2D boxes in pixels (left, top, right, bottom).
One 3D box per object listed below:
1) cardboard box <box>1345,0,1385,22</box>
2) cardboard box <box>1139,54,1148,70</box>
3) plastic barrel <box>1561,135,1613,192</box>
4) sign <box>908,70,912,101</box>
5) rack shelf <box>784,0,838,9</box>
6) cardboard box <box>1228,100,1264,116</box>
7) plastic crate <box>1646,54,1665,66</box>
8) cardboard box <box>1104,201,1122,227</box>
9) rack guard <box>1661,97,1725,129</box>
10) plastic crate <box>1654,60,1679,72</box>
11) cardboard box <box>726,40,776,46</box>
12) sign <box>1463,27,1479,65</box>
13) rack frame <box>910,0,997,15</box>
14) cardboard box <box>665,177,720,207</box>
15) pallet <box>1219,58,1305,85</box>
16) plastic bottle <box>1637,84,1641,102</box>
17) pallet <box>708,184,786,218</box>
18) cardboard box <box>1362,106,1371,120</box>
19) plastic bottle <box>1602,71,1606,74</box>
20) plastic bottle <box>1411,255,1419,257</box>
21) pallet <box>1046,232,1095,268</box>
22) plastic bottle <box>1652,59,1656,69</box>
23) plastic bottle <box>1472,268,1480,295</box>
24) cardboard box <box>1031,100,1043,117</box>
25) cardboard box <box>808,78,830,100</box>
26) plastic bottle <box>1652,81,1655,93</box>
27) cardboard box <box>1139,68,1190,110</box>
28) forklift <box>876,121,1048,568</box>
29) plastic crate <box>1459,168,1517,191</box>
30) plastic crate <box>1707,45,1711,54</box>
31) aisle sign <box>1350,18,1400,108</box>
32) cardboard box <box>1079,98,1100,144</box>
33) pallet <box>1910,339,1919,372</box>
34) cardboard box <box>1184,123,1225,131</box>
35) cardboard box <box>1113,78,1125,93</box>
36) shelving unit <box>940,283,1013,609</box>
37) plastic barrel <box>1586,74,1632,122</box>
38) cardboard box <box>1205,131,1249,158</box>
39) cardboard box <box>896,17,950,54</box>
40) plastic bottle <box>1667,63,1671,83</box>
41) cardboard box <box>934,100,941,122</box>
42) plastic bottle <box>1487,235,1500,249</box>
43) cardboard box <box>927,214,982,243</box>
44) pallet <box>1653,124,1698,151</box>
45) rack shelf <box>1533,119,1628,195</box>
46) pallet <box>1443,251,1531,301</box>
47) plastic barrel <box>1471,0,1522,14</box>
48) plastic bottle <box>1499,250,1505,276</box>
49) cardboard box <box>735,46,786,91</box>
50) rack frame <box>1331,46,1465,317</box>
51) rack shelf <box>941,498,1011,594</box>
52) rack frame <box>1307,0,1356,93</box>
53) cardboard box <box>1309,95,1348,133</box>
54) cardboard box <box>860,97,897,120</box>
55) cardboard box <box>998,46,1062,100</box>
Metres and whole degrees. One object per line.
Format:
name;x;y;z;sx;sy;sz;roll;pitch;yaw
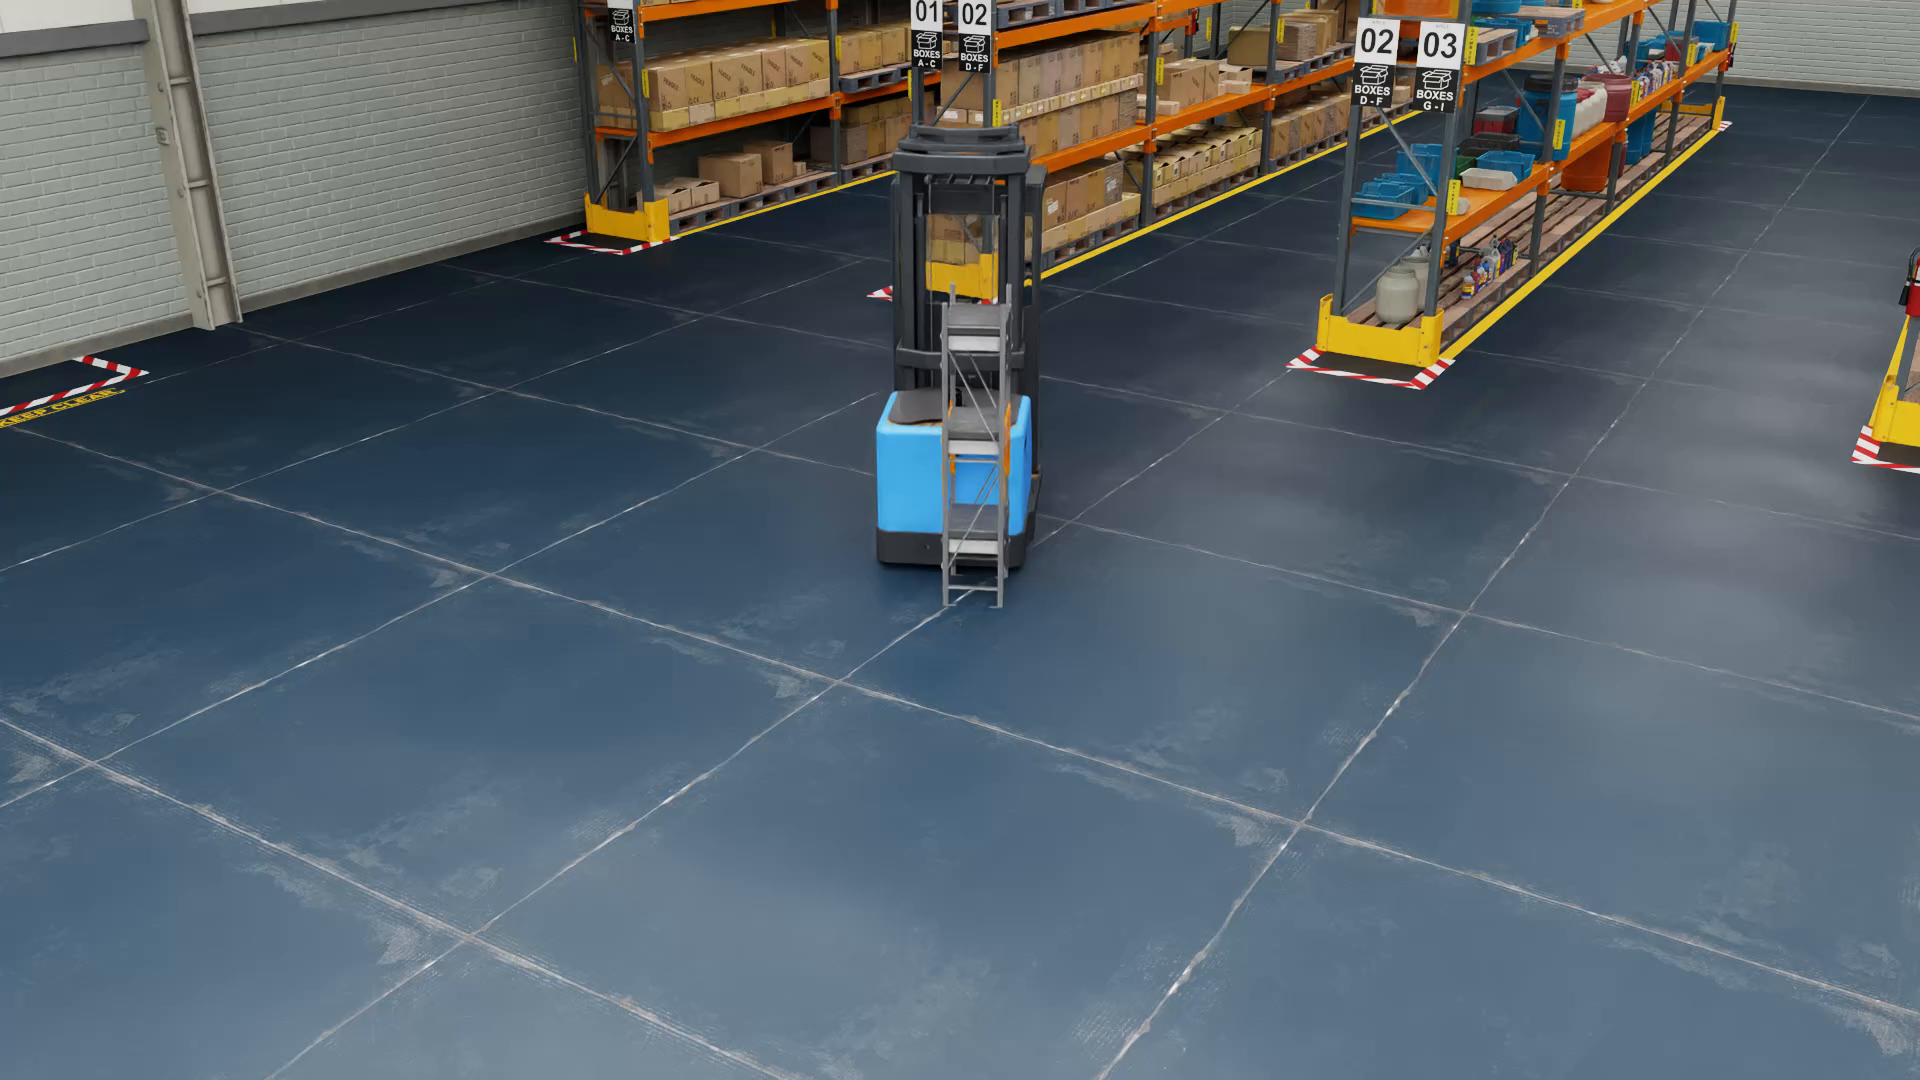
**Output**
cardboard box;6.745;-8.879;27.600;0.500;0.500;0.500;15;27;30
cardboard box;3.344;-9.111;32.137;0.700;0.500;0.500;13;27;27
plastic barrel;8.597;-5.250;22.805;0.600;0.830;0.708;14;27;29
sign;-0.526;-4.982;18.228;0.100;0.325;0.005;14;27;29
rack shelf;-1.118;-8.332;24.851;1.077;0.370;4.000;14;27;29
cardboard box;4.467;-6.708;25.617;0.500;0.250;0.500;15;28;31
plastic crate;10.826;-7.570;26.232;0.437;0.125;0.590;14;27;29
cardboard box;1.706;-4.136;20.960;0.500;0.250;0.500;14;27;29
rack guard;12.575;-7.449;28.827;1.175;0.500;0.348;14;27;29
plastic crate;10.830;-7.268;25.521;0.396;0.136;0.243;14;27;29
cardboard box;-2.875;-6.607;22.955;0.500;0.500;0.500;14;27;29
sign;4.599;-4.449;14.963;0.100;0.325;0.005;14;27;29
rack frame;-0.073;-6.977;17.040;1.000;3.000;0.127;14;27;29
cardboard box;-3.541;-4.636;22.014;0.500;0.311;0.500;16;28;33
pallet;4.445;-7.079;25.069;1.213;0.211;1.003;14;27;29
plastic bottle;9.332;-6.179;22.895;0.061;0.283;0.133;14;27;29
pallet;-3.140;-4.684;22.803;1.003;0.211;1.213;14;27;29
cardboard box;6.662;-7.338;28.256;0.500;0.311;0.500;14;27;29
plastic bottle;9.220;-6.579;23.834;0.097;0.271;0.097;0;23;0
plastic bottle;4.959;-2.974;18.220;0.152;0.276;0.135;13;27;28
pallet;0.940;-3.621;20.349;1.003;0.211;1.213;14;27;29
plastic bottle;10.134;-6.864;24.391;0.144;0.351;0.185;14;27;29
plastic bottle;5.490;-2.759;17.713;0.061;0.283;0.133;14;27;30
cardboard box;0.722;-4.913;18.881;0.380;0.149;0.250;13;27;28
cardboard box;-2.165;-6.328;23.255;0.500;0.250;0.500;14;27;29
plastic bottle;9.840;-6.481;23.695;0.097;0.201;0.097;0;23;0
cardboard box;2.734;-6.053;22.332;0.500;0.500;0.500;16;28;33
forklift;0.072;-1.700;12.488;1.130;2.935;3.031;2;24;5
plastic crate;5.602;-3.813;17.613;0.530;0.136;0.437;14;27;29
plastic crate;12.132;-8.083;27.403;0.396;0.136;0.243;14;27;29
aisle sign;3.843;-4.416;15.402;0.394;0.787;0.004;14;27;29
cardboard box;1.268;-5.121;20.177;0.700;0.500;0.500;14;27;30
pallet;9.484;-1.570;15.610;1.003;0.211;1.213;14;27;29
cardboard box;3.621;-5.997;24.554;0.500;0.311;0.500;15;28;31
cardboard box;1.808;-5.609;20.488;0.380;0.149;0.250;13;27;27
shelving unit;0.110;-0.607;11.008;0.431;2.100;0.503;2;24;5
plastic barrel;8.366;-5.727;21.532;0.600;0.536;0.708;14;27;29
cardboard box;3.812;-5.707;23.884;0.500;0.311;0.500;13;27;28
cardboard box;-0.574;-7.854;25.936;0.700;0.500;0.500;11;26;24
plastic bottle;10.447;-6.893;24.543;0.061;0.283;0.133;14;27;29
cardboard box;-0.399;-6.762;26.686;0.700;0.500;0.500;14;27;30
plastic bottle;6.026;-3.273;18.816;0.144;0.351;0.185;14;27;29
cardboard box;-0.043;-3.742;19.107;0.500;0.500;0.500;14;27;29
pallet;11.461;-6.625;27.287;1.003;0.211;1.213;14;27;29
rack shelf;7.298;-4.880;20.651;1.077;0.370;4.000;14;27;29
pallet;5.854;-3.037;19.000;1.003;0.211;1.213;14;27;29
plastic barrel;5.628;-6.020;17.446;0.600;0.901;0.708;14;27;29
plastic bottle;5.997;-3.084;18.463;0.061;0.283;0.133;16;28;32
cardboard box;-2.693;-6.334;22.324;0.500;0.500;0.500;13;27;27
rack frame;4.134;-3.185;15.831;1.000;3.000;0.127;14;27;29
rack shelf;0.110;0.048;11.292;0.431;0.518;0.480;2;24;5
rack frame;6.257;-8.274;27.587;1.000;3.000;0.127;14;27;29
cardboard box;5.973;-6.937;27.091;0.500;0.500;0.500;14;27;29
cardboard box;-1.298;-6.587;25.340;0.500;0.250;0.500;13;27;27
cardboard box;0.750;-5.387;19.159;0.700;0.500;0.500;14;27;29
